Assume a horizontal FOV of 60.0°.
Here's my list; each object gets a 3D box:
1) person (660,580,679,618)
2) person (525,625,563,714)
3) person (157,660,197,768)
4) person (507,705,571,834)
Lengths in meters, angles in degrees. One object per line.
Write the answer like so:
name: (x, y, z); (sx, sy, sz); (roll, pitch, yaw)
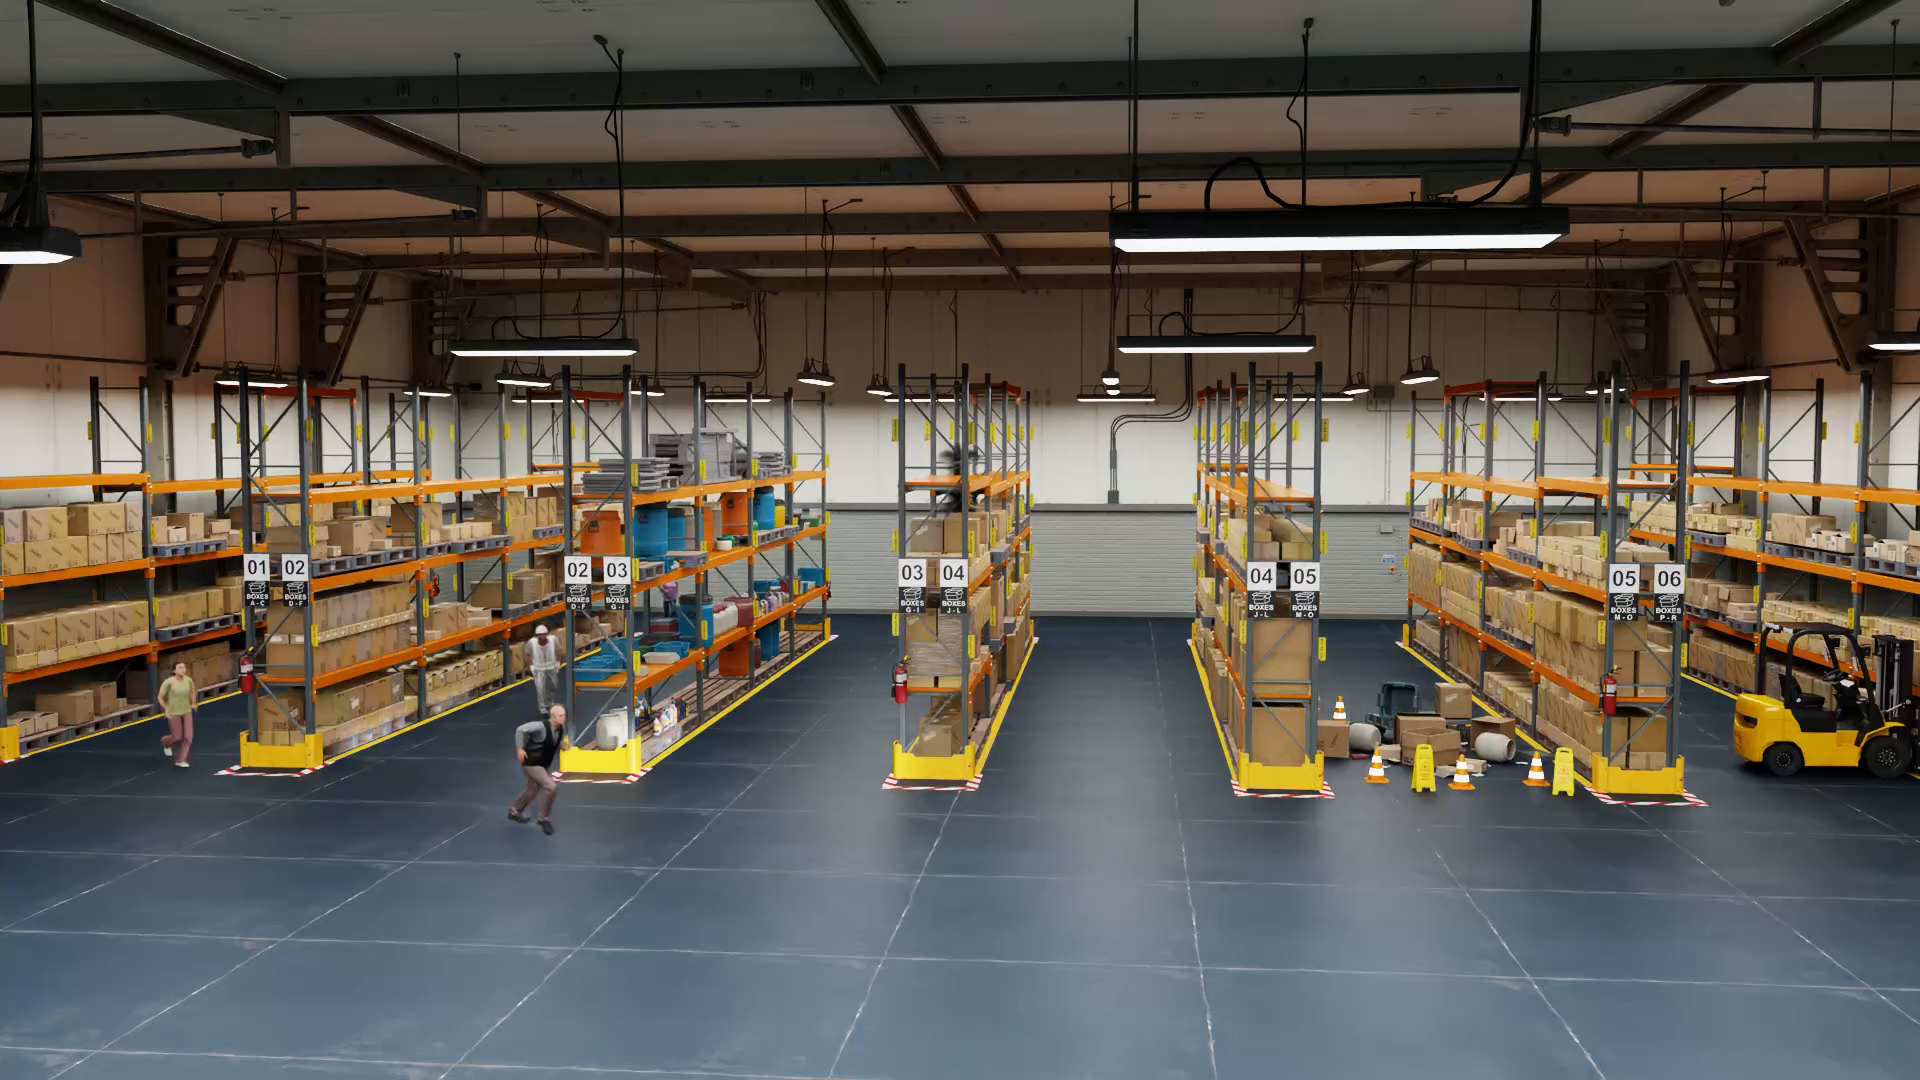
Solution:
person: (-7.244, 1.518, 41.470); (0.522, 1.609, 0.861); (-1, 4, -18)
person: (-7.394, 2.290, 29.586); (0.707, 1.637, 0.910); (-2, 4, -28)
person: (-11.779, 2.595, 25.006); (0.612, 1.613, 0.569); (3, 5, 43)
person: (-5.321, 2.883, 20.866); (0.988, 1.660, 0.700); (2, 4, 25)
